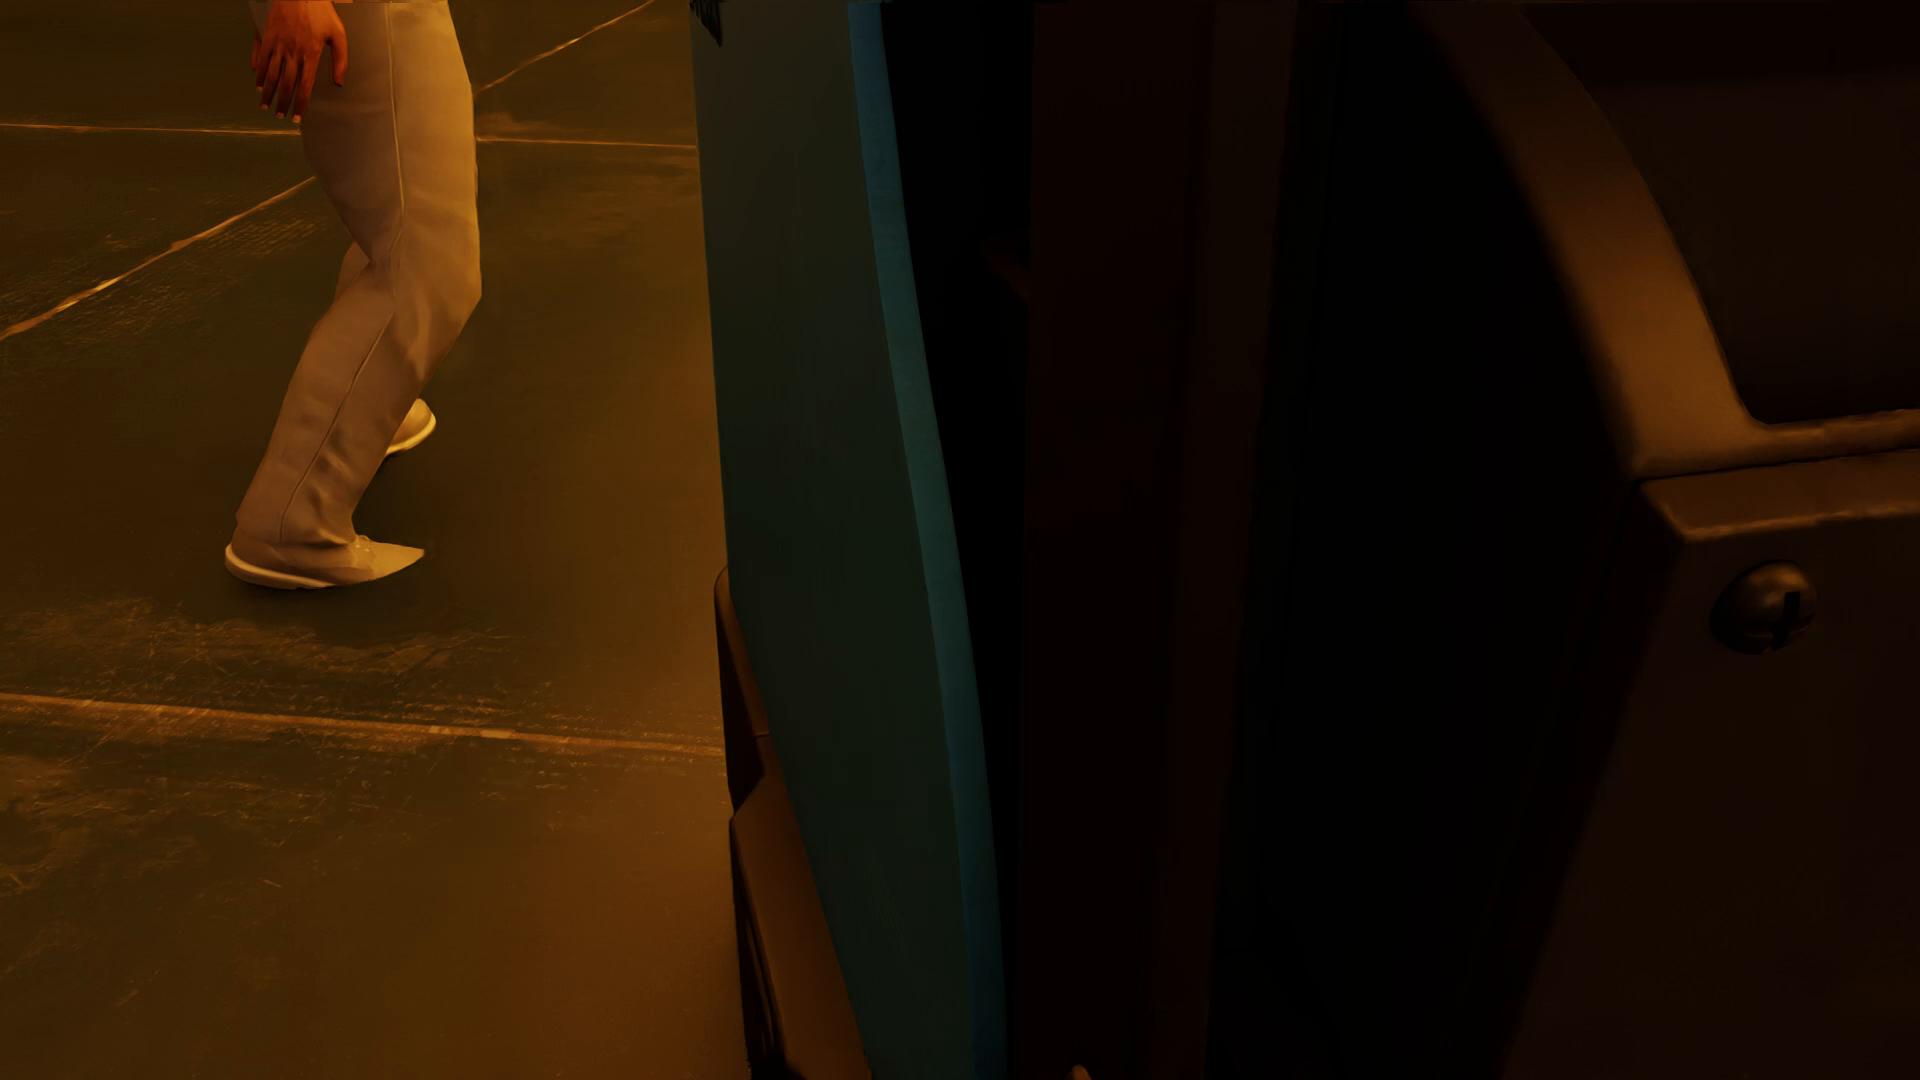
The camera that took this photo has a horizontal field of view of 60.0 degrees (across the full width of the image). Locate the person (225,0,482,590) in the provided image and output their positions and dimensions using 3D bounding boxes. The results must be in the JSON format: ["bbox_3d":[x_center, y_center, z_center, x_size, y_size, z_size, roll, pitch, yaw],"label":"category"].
[{"bbox_3d":[-0.877,-0.718,2.214,0.464,1.640,0.818,-11,28,-20],"label":"person"}]
